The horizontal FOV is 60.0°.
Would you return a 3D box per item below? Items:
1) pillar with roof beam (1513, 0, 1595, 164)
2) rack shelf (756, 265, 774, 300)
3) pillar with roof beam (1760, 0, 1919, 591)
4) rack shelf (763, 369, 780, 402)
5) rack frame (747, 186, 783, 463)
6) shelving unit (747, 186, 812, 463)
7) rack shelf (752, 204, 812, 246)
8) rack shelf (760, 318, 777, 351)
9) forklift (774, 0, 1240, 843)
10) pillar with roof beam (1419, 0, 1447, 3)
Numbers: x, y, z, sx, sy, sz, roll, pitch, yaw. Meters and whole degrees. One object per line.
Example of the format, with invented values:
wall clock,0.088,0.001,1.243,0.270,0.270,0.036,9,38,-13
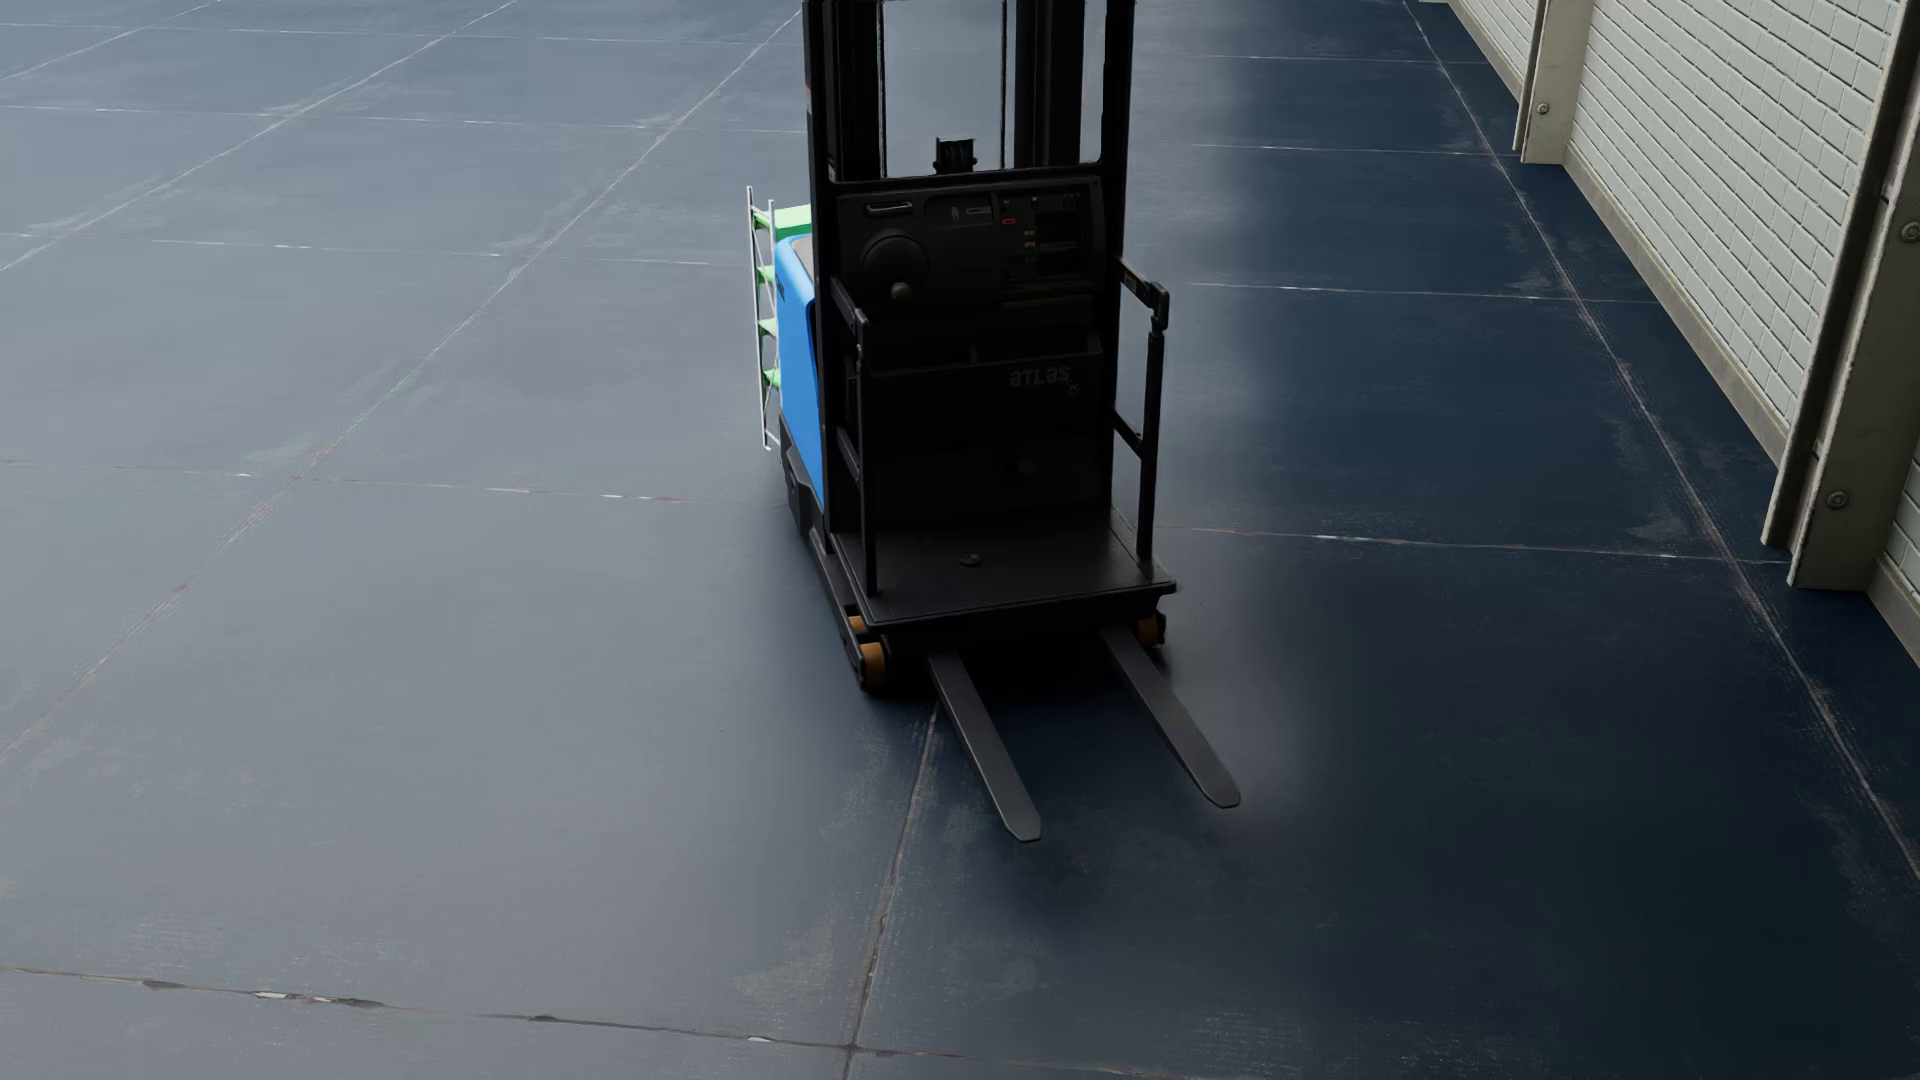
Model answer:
pillar with roof beam,-0.156,-6.940,10.143,9.100,9.000,0.400,3,28,6
rack shelf,-0.615,-1.119,7.190,0.480,0.148,0.258,-16,32,-26
pillar with roof beam,-0.891,-4.115,4.901,9.100,9.000,0.400,3,28,6
rack shelf,-0.615,-0.696,7.416,0.480,0.148,0.258,-16,32,-26
rack frame,-0.826,-0.905,7.164,0.015,1.200,0.240,-16,32,-26
shelving unit,-0.615,-0.964,7.273,0.503,1.200,0.258,-16,32,-26
rack shelf,-0.616,-1.330,7.076,0.480,0.148,0.258,-16,32,-26
rack shelf,-0.615,-0.907,7.303,0.480,0.148,0.258,-16,32,-26
forklift,0.102,-0.975,5.470,1.130,2.935,3.031,-7,29,-13
pillar with roof beam,0.579,-9.764,15.386,9.100,9.000,0.400,3,28,6
